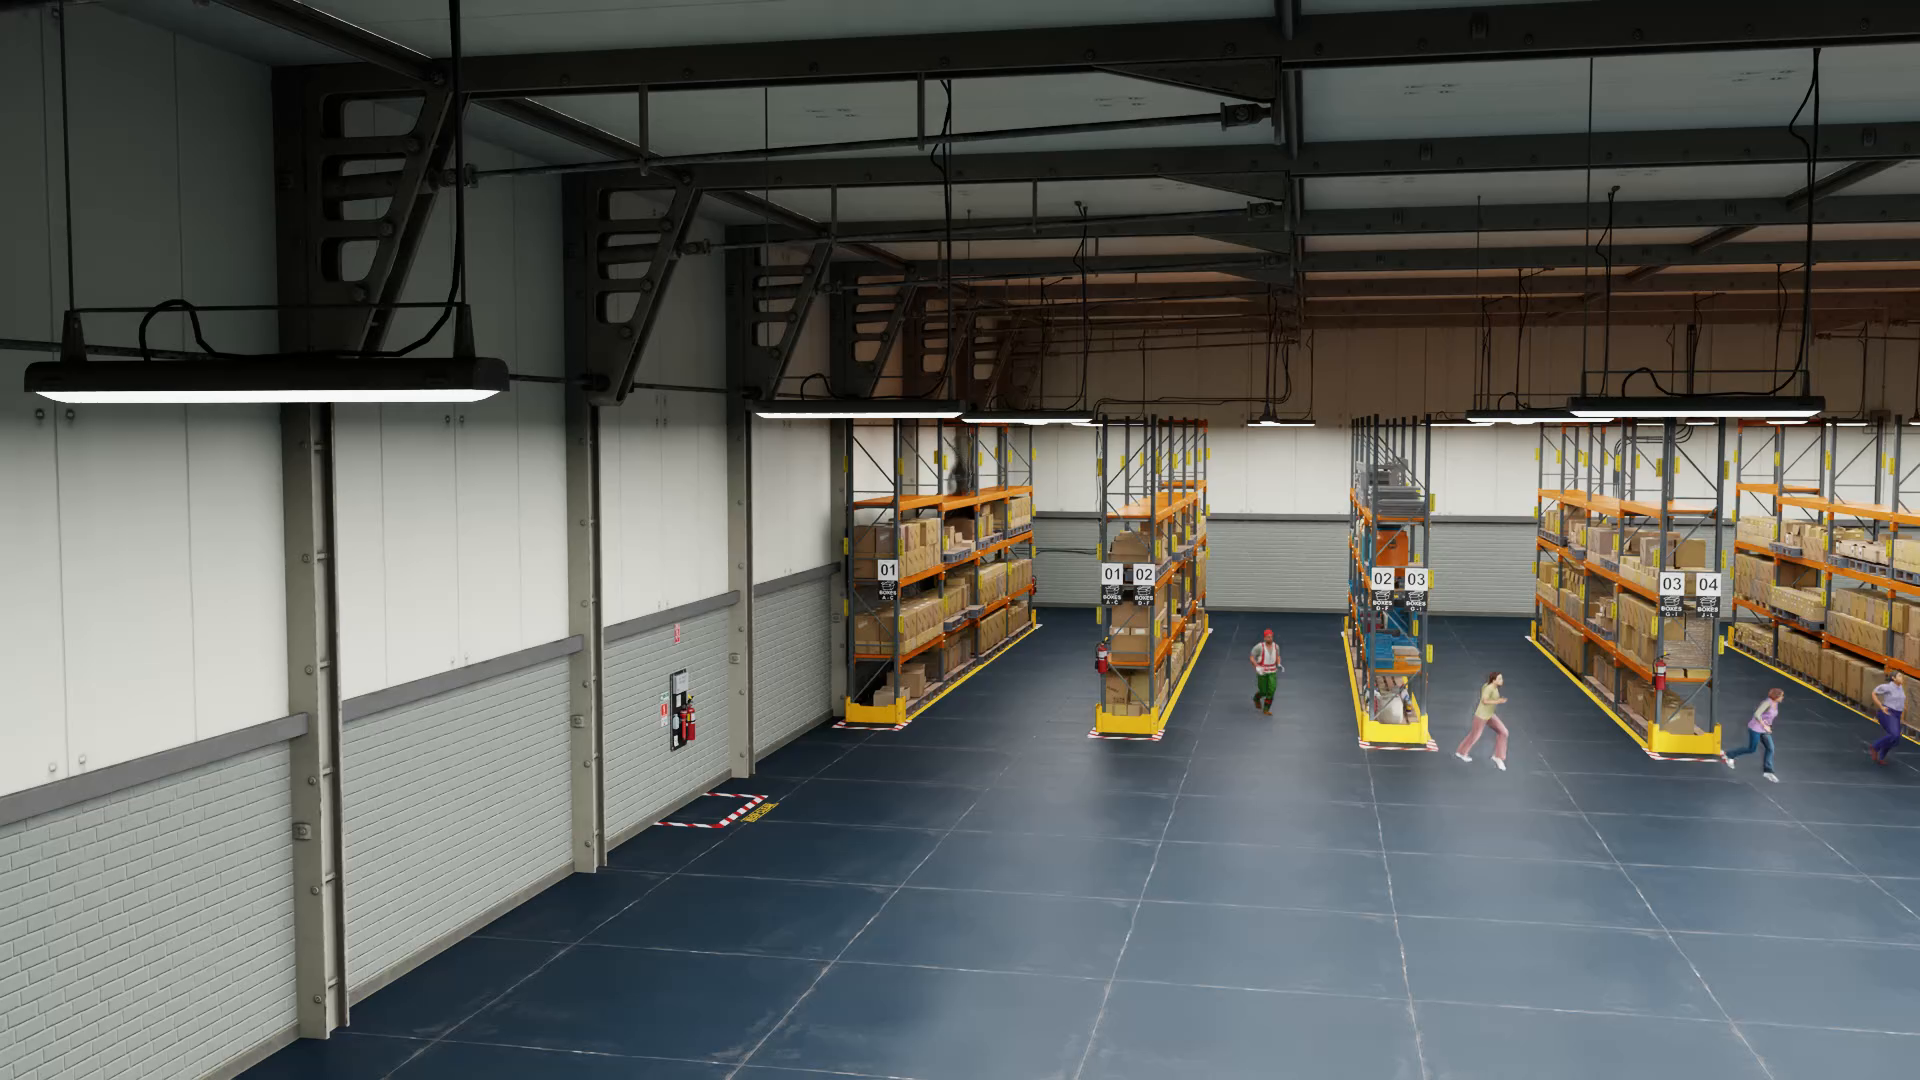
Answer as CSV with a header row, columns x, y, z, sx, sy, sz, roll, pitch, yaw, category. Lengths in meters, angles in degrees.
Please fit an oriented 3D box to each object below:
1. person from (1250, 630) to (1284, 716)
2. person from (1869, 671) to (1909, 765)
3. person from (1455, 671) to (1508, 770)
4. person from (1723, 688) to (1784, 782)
x,y,z,sx,sy,sz,roll,pitch,yaw,category
6.115,2.640,33.398,0.663,1.728,0.697,-1,4,-12,person
15.957,3.042,28.461,0.659,1.611,0.495,-2,4,-31,person
8.825,3.035,28.154,0.907,1.676,0.572,4,5,44,person
13.041,3.159,27.336,0.908,1.548,0.565,3,5,42,person
